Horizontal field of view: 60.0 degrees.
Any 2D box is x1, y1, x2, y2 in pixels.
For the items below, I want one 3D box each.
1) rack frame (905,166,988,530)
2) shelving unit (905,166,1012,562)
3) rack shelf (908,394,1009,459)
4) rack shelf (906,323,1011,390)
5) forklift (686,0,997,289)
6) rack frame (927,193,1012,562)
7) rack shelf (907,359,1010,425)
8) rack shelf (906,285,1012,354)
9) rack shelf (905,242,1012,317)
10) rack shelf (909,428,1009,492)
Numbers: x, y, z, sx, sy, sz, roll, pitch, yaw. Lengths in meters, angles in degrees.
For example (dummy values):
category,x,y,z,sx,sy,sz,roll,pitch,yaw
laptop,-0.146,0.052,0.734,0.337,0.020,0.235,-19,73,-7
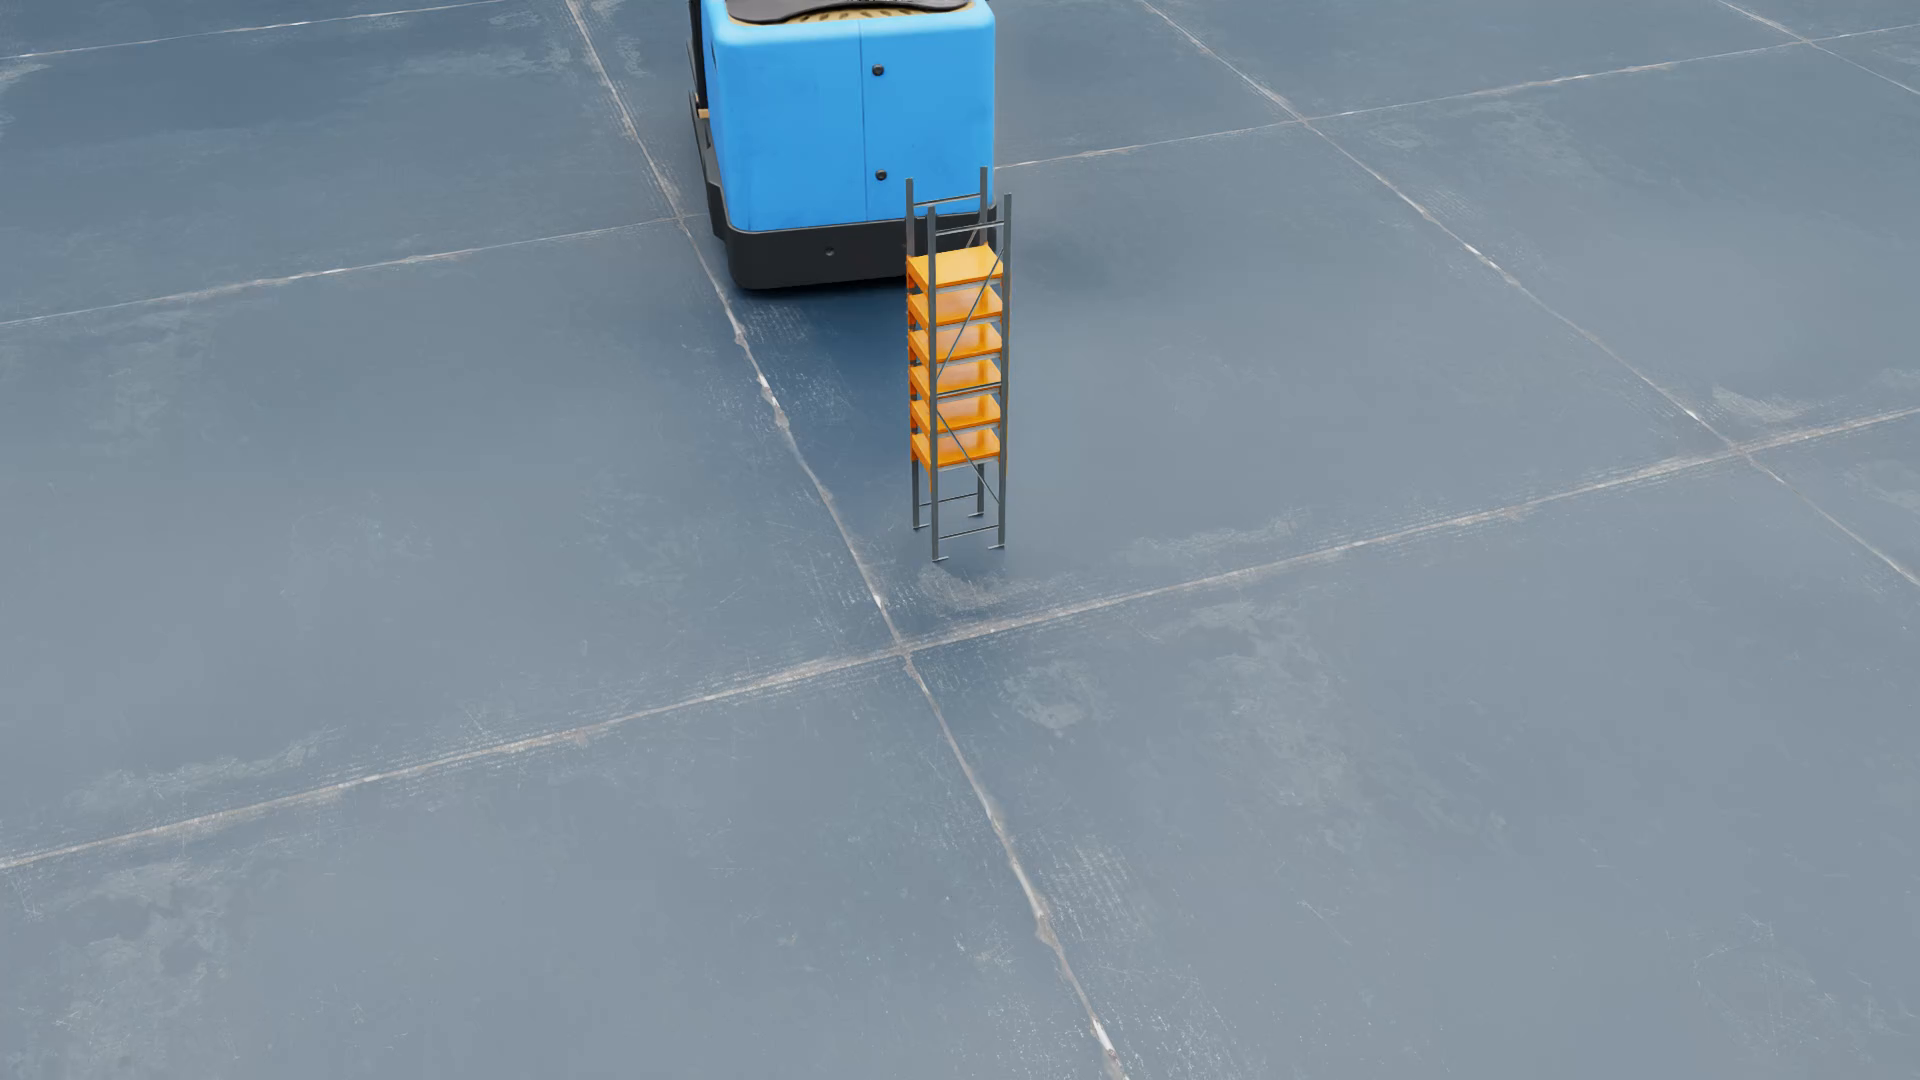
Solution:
category,x,y,z,sx,sy,sz,roll,pitch,yaw
rack frame,-0.036,-0.539,4.968,0.240,1.200,0.006,-12,39,-16
shelving unit,-0.005,-0.487,4.900,0.258,1.200,0.189,-12,39,-16
rack shelf,-0.005,-0.356,4.999,0.258,0.103,0.180,-12,39,-16
rack shelf,-0.005,-0.548,4.854,0.258,0.103,0.180,-12,39,-16
forklift,-0.655,-3.023,6.827,1.130,2.935,3.031,-7,38,-9
rack frame,0.026,-0.436,4.831,0.240,1.200,0.006,-12,39,-16
rack shelf,-0.005,-0.452,4.927,0.258,0.103,0.180,-12,39,-16
rack shelf,-0.005,-0.644,4.782,0.258,0.103,0.180,-12,39,-16
rack shelf,-0.005,-0.739,4.710,0.258,0.103,0.180,-12,39,-16
rack shelf,-0.005,-0.260,5.071,0.258,0.103,0.180,-12,39,-16
